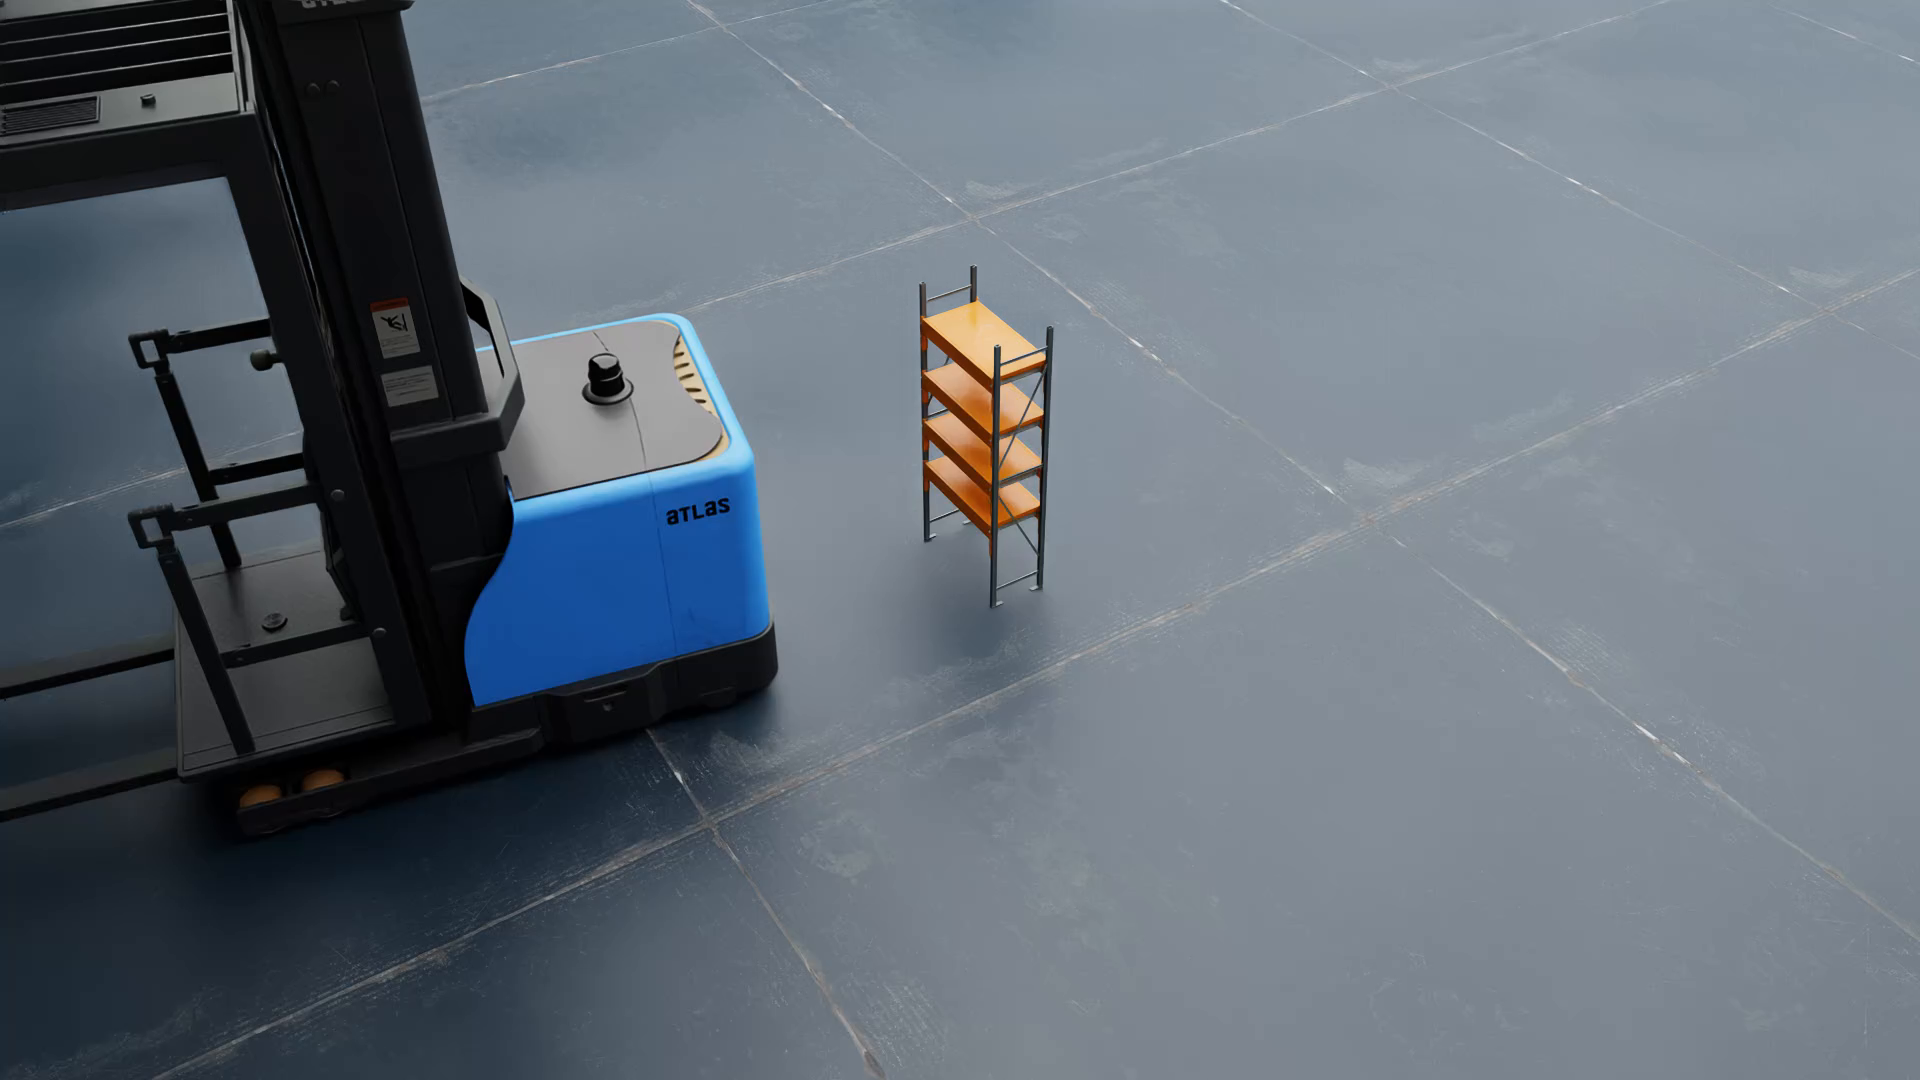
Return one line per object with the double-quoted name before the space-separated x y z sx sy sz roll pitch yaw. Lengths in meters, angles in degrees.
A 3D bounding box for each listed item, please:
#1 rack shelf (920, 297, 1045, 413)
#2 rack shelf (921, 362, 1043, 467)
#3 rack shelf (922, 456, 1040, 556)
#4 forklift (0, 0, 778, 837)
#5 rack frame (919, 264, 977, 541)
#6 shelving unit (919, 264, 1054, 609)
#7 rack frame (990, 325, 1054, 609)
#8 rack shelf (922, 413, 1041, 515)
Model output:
"rack shelf" 0.089 -0.674 6.007 0.258 0.148 0.480 -22 45 -24
"rack shelf" 0.089 -0.492 6.159 0.258 0.148 0.480 -22 45 -24
"rack shelf" 0.089 -0.167 6.429 0.258 0.148 0.480 -22 45 -24
"forklift" -2.235 -0.527 5.093 3.031 2.935 1.130 -14 42 -16
"rack frame" -0.042 -0.503 6.417 0.240 1.200 0.015 -22 45 -24
"shelving unit" 0.089 -0.372 6.259 0.258 1.200 0.503 -22 45 -24
"rack frame" 0.220 -0.240 6.101 0.240 1.200 0.015 -22 45 -24
"rack shelf" 0.089 -0.320 6.302 0.258 0.148 0.480 -22 45 -24
